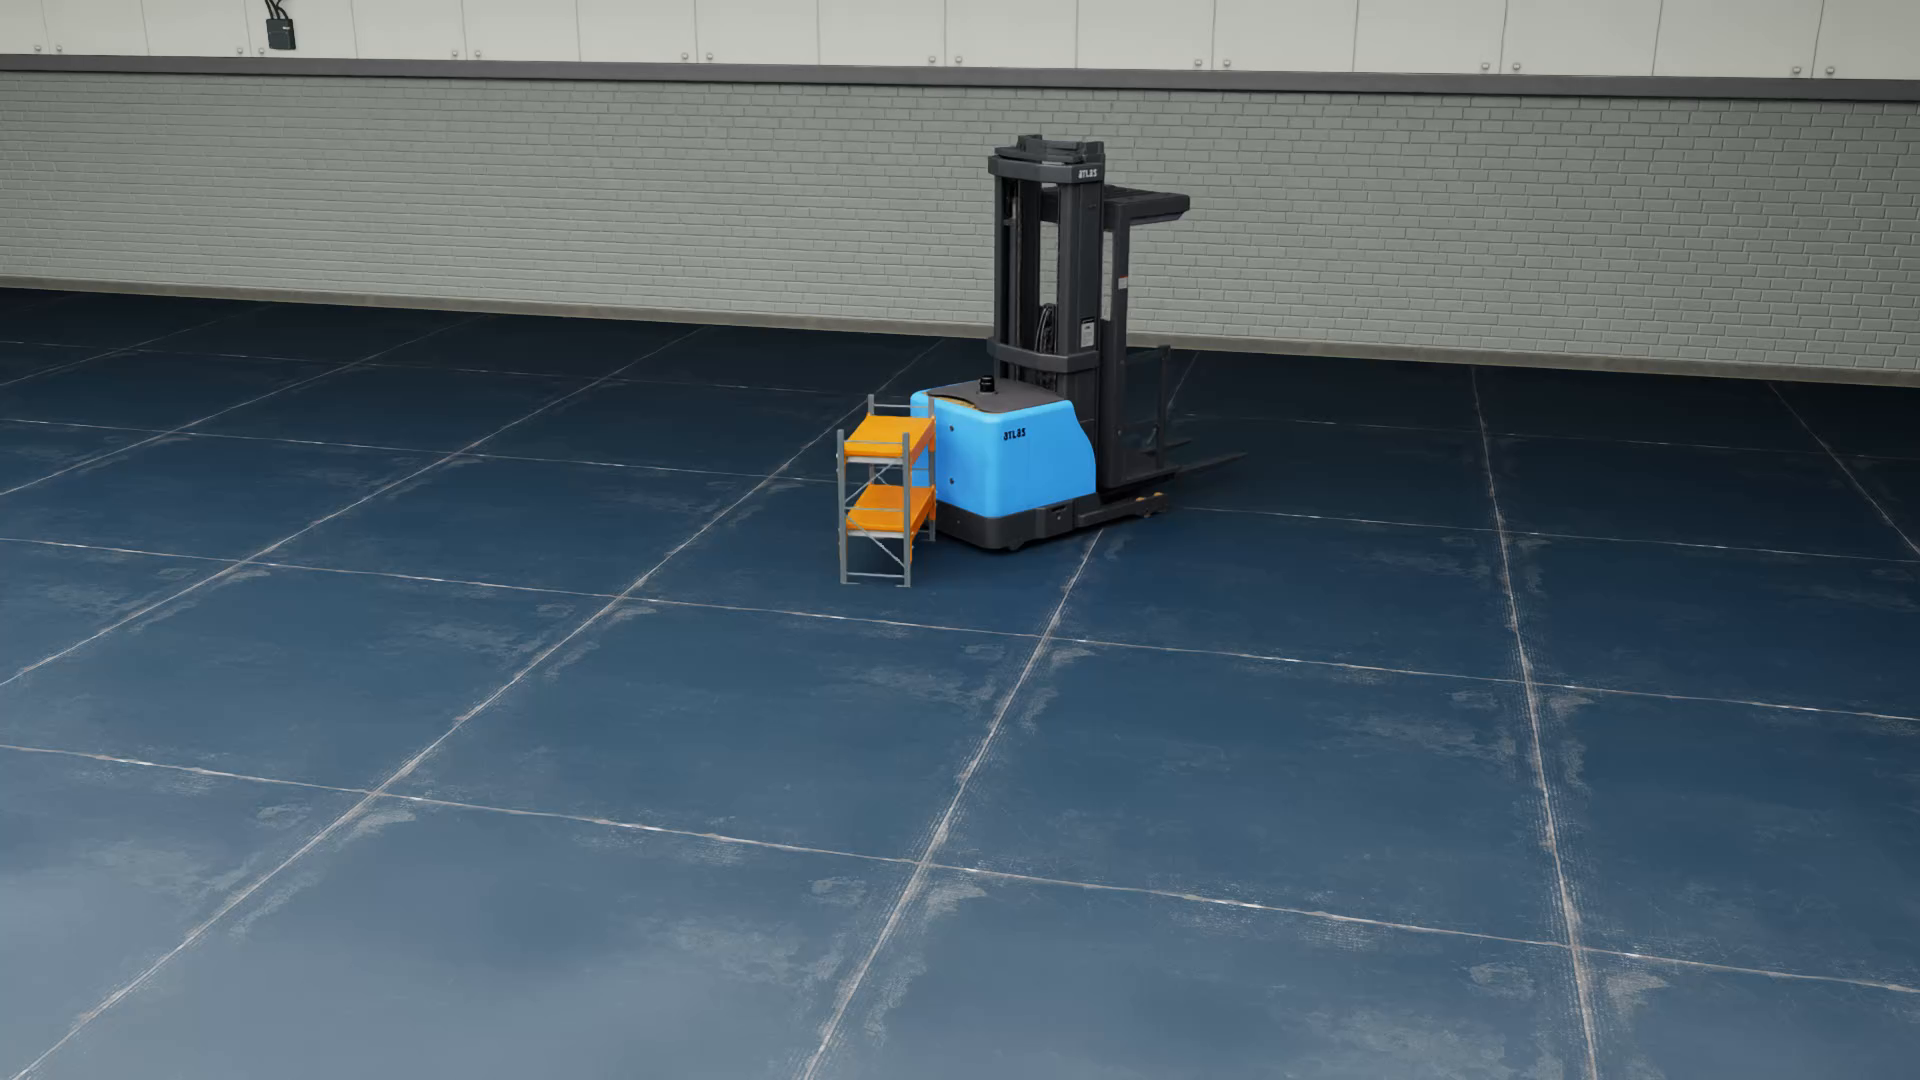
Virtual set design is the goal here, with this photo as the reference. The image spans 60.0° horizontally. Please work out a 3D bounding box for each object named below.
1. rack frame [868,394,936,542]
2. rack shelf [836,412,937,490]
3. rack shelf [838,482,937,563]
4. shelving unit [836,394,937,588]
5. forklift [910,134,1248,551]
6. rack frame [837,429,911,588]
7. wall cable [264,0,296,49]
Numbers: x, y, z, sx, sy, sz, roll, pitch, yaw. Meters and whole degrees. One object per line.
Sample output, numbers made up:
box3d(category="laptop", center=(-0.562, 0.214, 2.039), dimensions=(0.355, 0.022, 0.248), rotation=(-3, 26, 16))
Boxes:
box3d(category="rack frame", center=(-0.435, -0.535, 12.514), dimensions=(0.500, 1.125, 0.032), rotation=(3, 19, 9))
box3d(category="rack shelf", center=(-0.515, -0.650, 11.944), dimensions=(0.538, 0.278, 1.000), rotation=(3, 19, 9))
box3d(category="rack shelf", center=(-0.515, -0.141, 12.118), dimensions=(0.538, 0.278, 1.000), rotation=(3, 19, 9))
box3d(category="shelving unit", center=(-0.515, -0.373, 12.039), dimensions=(0.538, 1.125, 1.048), rotation=(3, 19, 9))
box3d(category="forklift", center=(1.067, -1.678, 13.067), dimensions=(3.031, 2.935, 1.130), rotation=(-15, 24, -37))
box3d(category="rack frame", center=(-0.594, -0.210, 11.563), dimensions=(0.500, 1.125, 0.032), rotation=(3, 19, 9))
box3d(category="wall cable", center=(-7.453, -8.863, 19.453), dimensions=(2.305, 6.003, 0.169), rotation=(5, 19, 13))
